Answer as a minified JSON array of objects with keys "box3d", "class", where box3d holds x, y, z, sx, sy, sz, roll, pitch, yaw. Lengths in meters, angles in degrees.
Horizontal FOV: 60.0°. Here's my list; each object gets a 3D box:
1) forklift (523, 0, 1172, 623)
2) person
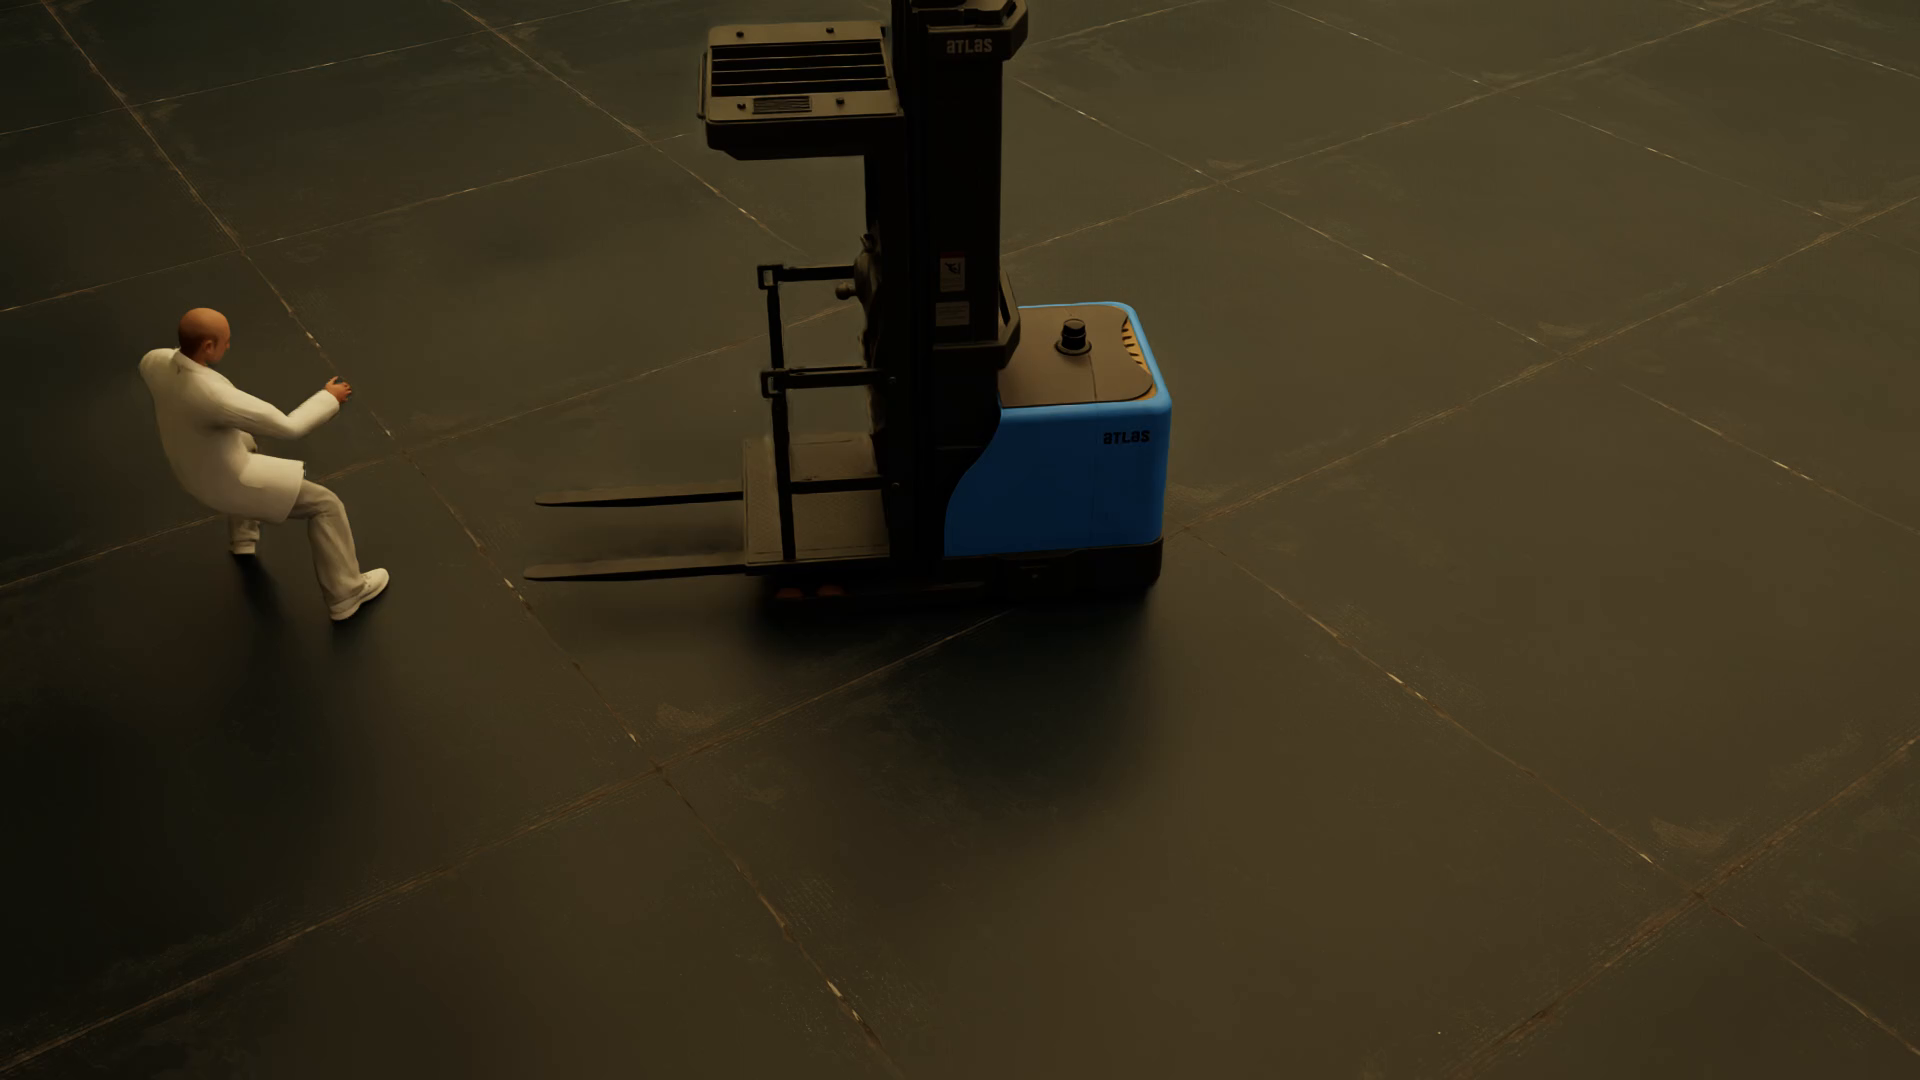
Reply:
[{"box3d":[-0.582,-1.120,7.459,3.031,2.935,1.130,-4,37,-5],"class":"forklift"},{"box3d":[-3.274,-0.460,7.727,1.023,1.545,0.773,24,42,28],"class":"person"}]
